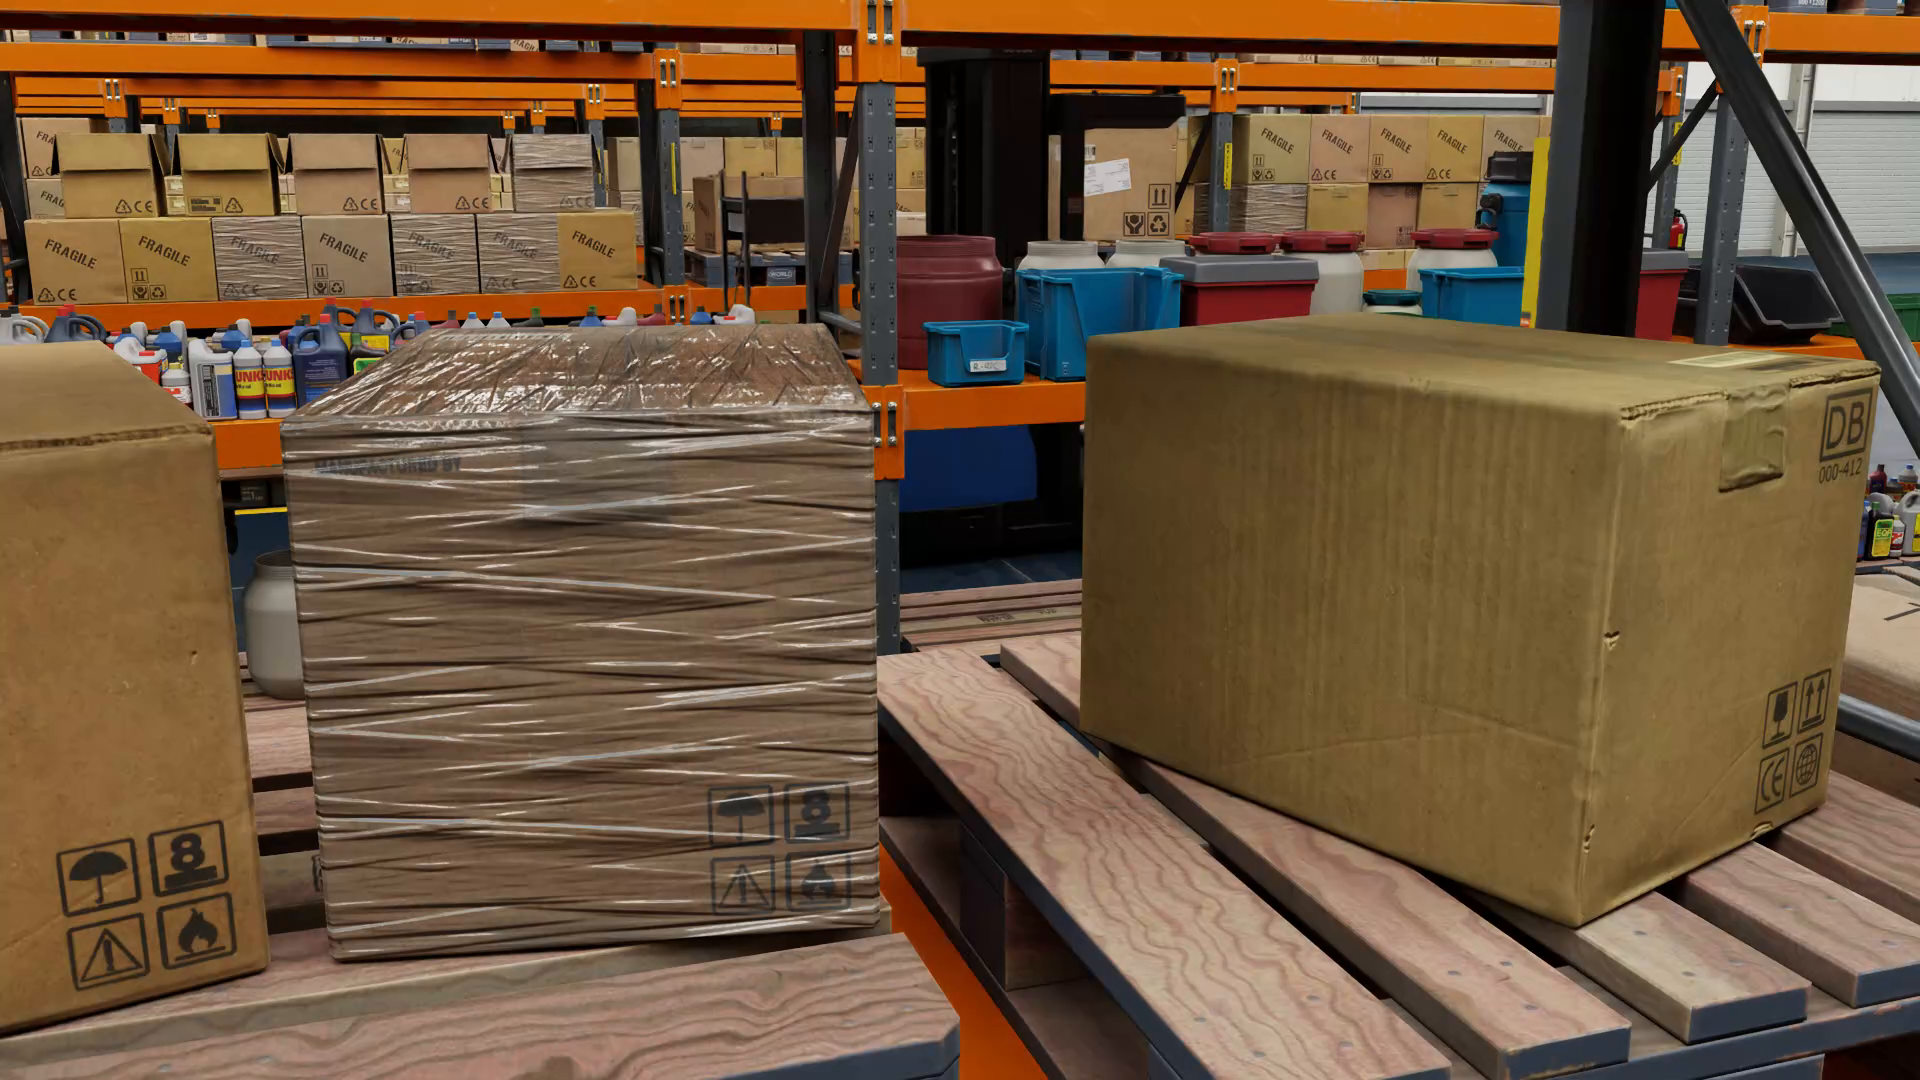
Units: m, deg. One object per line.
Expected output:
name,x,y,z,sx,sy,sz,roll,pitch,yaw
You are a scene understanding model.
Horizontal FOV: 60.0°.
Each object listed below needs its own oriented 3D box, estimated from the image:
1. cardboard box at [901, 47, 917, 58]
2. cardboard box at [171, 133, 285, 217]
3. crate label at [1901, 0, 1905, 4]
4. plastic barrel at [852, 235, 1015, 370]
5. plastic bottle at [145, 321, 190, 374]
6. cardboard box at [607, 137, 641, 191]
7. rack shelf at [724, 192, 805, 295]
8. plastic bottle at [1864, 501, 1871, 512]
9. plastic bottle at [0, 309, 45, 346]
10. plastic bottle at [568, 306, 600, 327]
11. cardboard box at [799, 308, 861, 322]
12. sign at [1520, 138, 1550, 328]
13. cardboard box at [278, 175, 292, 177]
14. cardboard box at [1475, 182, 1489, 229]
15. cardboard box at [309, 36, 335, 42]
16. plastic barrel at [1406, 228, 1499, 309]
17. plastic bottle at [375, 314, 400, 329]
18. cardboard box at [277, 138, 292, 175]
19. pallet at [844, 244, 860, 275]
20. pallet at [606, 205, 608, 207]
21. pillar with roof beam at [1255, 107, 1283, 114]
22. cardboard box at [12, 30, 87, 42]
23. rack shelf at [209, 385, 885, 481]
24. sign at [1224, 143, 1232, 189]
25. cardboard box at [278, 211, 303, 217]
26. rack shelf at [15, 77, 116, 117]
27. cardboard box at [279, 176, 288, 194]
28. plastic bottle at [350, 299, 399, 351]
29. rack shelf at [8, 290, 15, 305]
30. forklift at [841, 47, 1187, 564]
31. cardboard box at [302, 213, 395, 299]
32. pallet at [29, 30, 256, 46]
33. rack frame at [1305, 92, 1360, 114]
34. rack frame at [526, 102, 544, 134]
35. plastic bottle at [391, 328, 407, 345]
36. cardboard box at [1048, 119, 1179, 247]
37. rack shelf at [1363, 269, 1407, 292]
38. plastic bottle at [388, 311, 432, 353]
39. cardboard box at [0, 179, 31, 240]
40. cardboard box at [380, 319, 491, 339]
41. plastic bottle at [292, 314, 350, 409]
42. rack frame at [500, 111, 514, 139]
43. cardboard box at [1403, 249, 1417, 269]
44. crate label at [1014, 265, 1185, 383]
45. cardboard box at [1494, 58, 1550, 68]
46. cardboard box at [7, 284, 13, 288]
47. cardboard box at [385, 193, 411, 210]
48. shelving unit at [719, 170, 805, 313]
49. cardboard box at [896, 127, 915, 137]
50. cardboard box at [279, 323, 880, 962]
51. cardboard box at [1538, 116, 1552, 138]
cardboard box,-0.539,-3.407,11.325,0.500,0.250,0.500,-4,14,-17
cardboard box,-4.571,-2.302,10.455,0.637,0.503,0.797,-4,14,-17
crate label,5.246,-2.789,8.725,0.408,0.251,0.502,-4,14,-18
plastic barrel,-0.114,-1.044,7.257,0.708,0.536,0.600,-4,14,-18
plastic bottle,-3.026,-0.696,6.354,0.135,0.276,0.152,-4,14,-18
cardboard box,-3.094,-3.625,16.023,0.500,0.500,0.700,-5,14,-18
rack shelf,-0.957,-1.580,8.780,0.480,0.518,0.431,-6,15,-25
plastic bottle,4.538,-0.061,8.362,0.097,0.271,0.097,0,13,0
plastic bottle,-3.435,-0.666,6.068,0.185,0.351,0.144,-4,14,-18
plastic bottle,-1.550,-0.825,6.883,0.133,0.283,0.061,-4,14,-18
cardboard box,-1.207,-2.328,16.902,0.750,0.750,1.050,-4,14,-18
sign,0.939,-0.475,2.657,0.005,0.325,0.100,-4,14,-18
cardboard box,-6.247,-3.266,15.240,0.250,0.149,0.380,-5,14,-18
cardboard box,4.092,-2.622,13.326,0.500,0.500,0.875,-4,14,-18
cardboard box,-5.808,-4.563,14.730,0.637,0.503,0.797,-5,14,-19
plastic barrel,2.357,-1.216,7.980,0.433,0.535,0.433,0,13,0
plastic bottle,-2.285,-0.754,6.597,0.135,0.276,0.152,-4,14,-18
cardboard box,-8.006,-4.390,19.240,0.500,0.500,0.500,-5,14,-18
pallet,-0.173,-2.025,12.090,1.213,0.211,1.003,-4,14,-18
pallet,-4.556,-4.120,20.895,1.003,0.211,1.213,-4,14,-18
pillar with roof beam,6.911,-8.379,25.424,0.400,9.000,9.100,-4,14,-18
cardboard box,-7.670,-4.303,14.014,0.500,0.250,0.500,-5,14,-21
rack shelf,-2.352,-0.380,6.312,4.000,0.370,1.077,-4,14,-18
sign,1.935,-2.701,12.012,0.005,0.325,0.100,-4,14,-18
cardboard box,-4.507,-1.887,10.876,0.500,0.500,0.500,-5,14,-19
rack shelf,-9.209,-3.725,13.895,4.000,0.370,1.077,-4,14,-18
cardboard box,-6.050,-3.122,14.634,0.250,0.149,0.380,-5,14,-19
plastic bottle,-2.261,-0.756,6.444,0.185,0.351,0.144,-4,14,-18
rack shelf,-7.723,-1.171,9.637,4.000,0.370,1.077,-4,14,-18
forklift,0.614,-1.507,9.646,3.031,2.935,1.130,-6,15,-25
cardboard box,-3.873,-1.810,10.552,0.500,0.500,0.500,-4,14,-17
pallet,-4.974,-3.113,10.180,1.217,0.209,0.805,-5,14,-20
rack frame,4.059,-3.649,18.503,0.127,3.000,1.000,-4,14,-18
rack frame,-5.197,-4.137,20.553,0.127,3.000,1.000,-4,14,-18
plastic bottle,-2.009,-0.631,6.065,0.133,0.283,0.061,-4,14,-18
cardboard box,0.957,-2.727,12.422,1.000,1.000,1.000,-4,14,-18
rack shelf,3.650,-2.056,13.361,4.000,0.370,1.077,-4,14,-18
plastic bottle,-1.952,-0.643,5.970,0.185,0.351,0.144,-4,14,-18
cardboard box,-8.175,-2.821,14.163,0.500,0.500,0.500,-5,14,-20
cardboard box,-3.545,-1.024,11.149,0.875,0.875,1.225,-4,14,-18
plastic bottle,-2.253,-0.619,5.872,0.185,0.351,0.144,-4,14,-18
rack frame,-6.784,-5.225,25.129,0.127,3.000,1.000,-4,14,-18
cardboard box,3.472,-2.200,12.953,0.250,0.149,0.380,-4,14,-18
crate label,0.571,-0.909,6.904,0.616,0.435,0.502,-4,14,-18
cardboard box,4.209,-3.776,12.876,0.500,0.250,0.500,-4,14,-17
cardboard box,-11.321,-2.645,18.908,0.875,0.438,0.875,-4,14,-17
cardboard box,-5.068,-3.054,14.991,0.250,0.149,0.380,-4,14,-17
shelving unit,-0.957,-0.912,8.939,0.503,2.100,0.431,-6,15,-25
cardboard box,-0.920,-5.097,21.569,0.500,0.500,0.700,-5,14,-19
cardboard box,-0.369,0.053,1.813,0.500,0.500,0.700,-2,13,-7
cardboard box,4.631,-3.101,13.178,0.500,0.500,0.500,-4,14,-18
